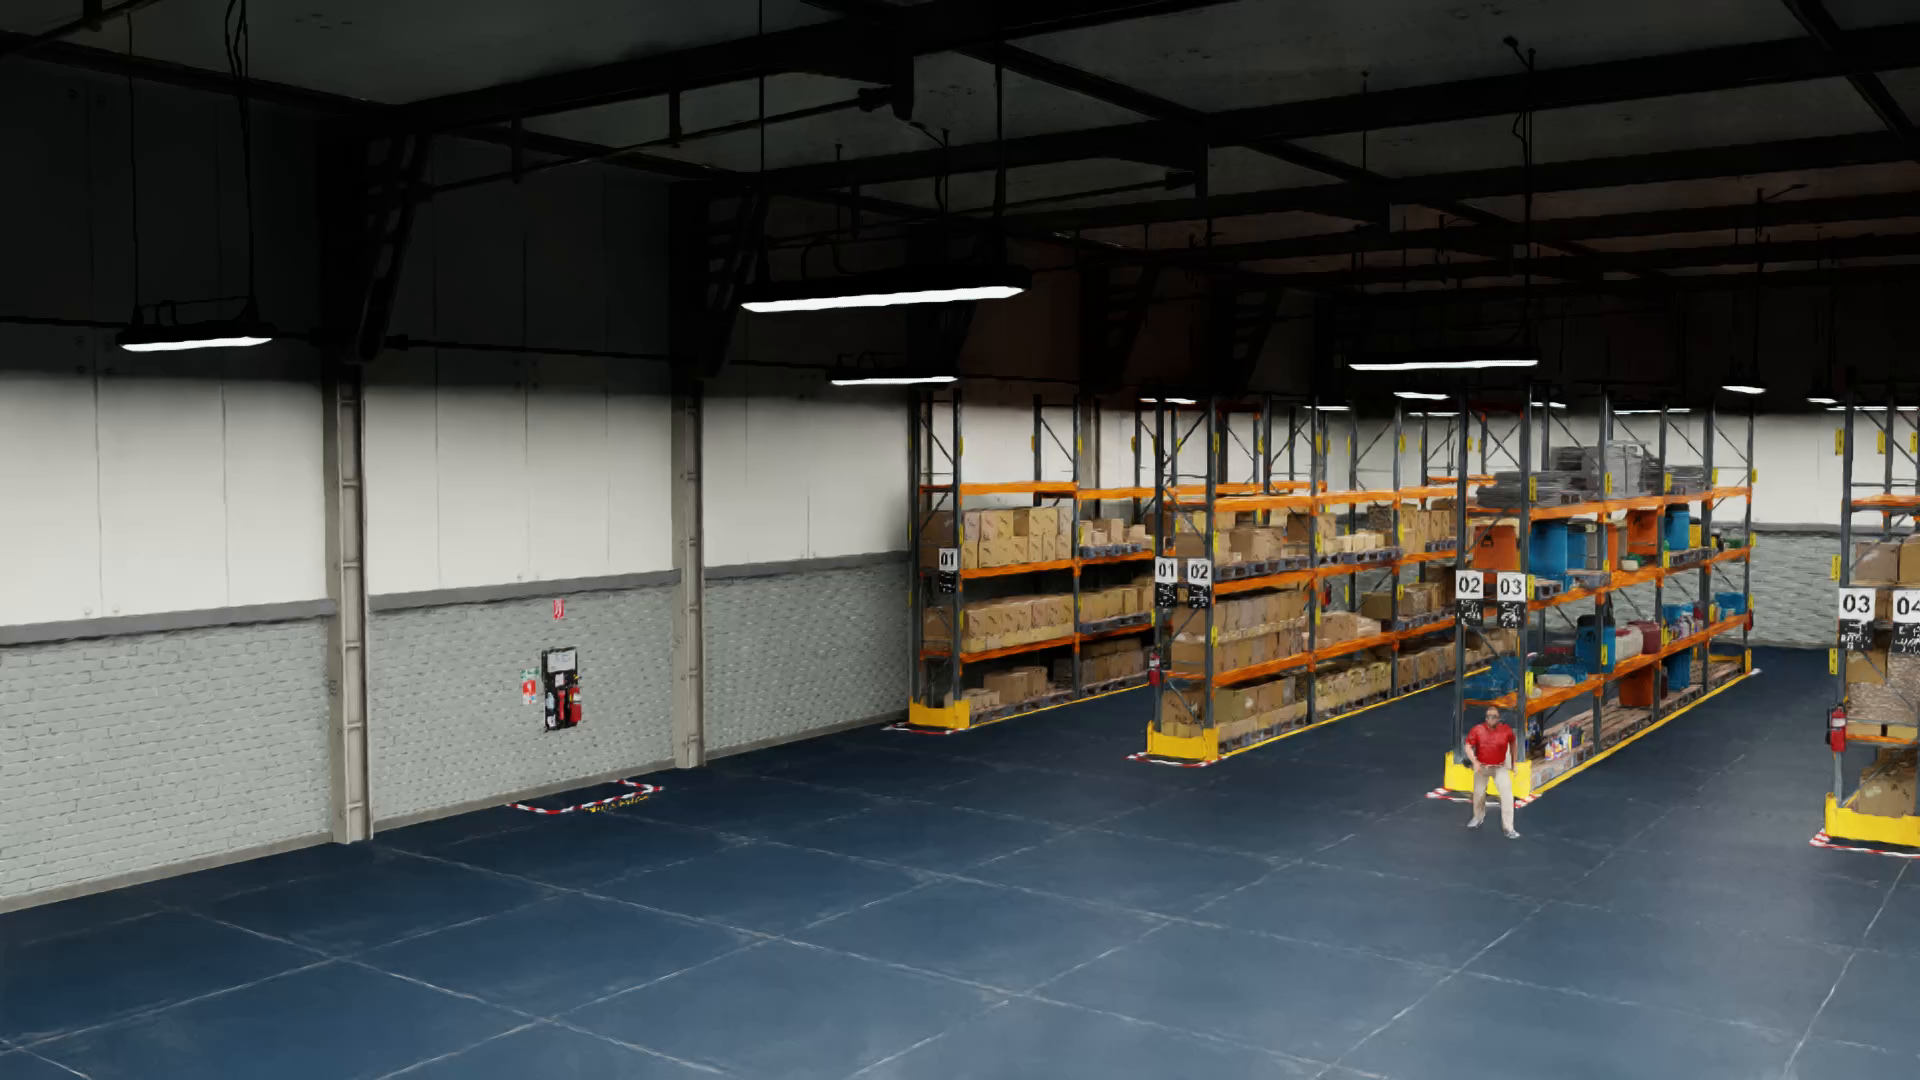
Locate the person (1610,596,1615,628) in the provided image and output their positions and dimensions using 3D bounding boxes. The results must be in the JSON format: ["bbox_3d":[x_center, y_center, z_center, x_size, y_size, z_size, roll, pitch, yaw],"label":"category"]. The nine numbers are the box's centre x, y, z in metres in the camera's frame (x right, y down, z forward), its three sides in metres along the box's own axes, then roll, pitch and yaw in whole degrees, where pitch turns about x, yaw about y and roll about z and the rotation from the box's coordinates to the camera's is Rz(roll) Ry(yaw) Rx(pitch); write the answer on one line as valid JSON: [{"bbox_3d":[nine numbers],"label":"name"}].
[{"bbox_3d":[14.431,2.044,37.102,0.456,1.670,0.508,3,4,43],"label":"person"}]

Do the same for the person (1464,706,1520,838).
[{"bbox_3d":[6.864,2.940,21.425,0.700,1.658,0.863,1,3,19],"label":"person"}]
